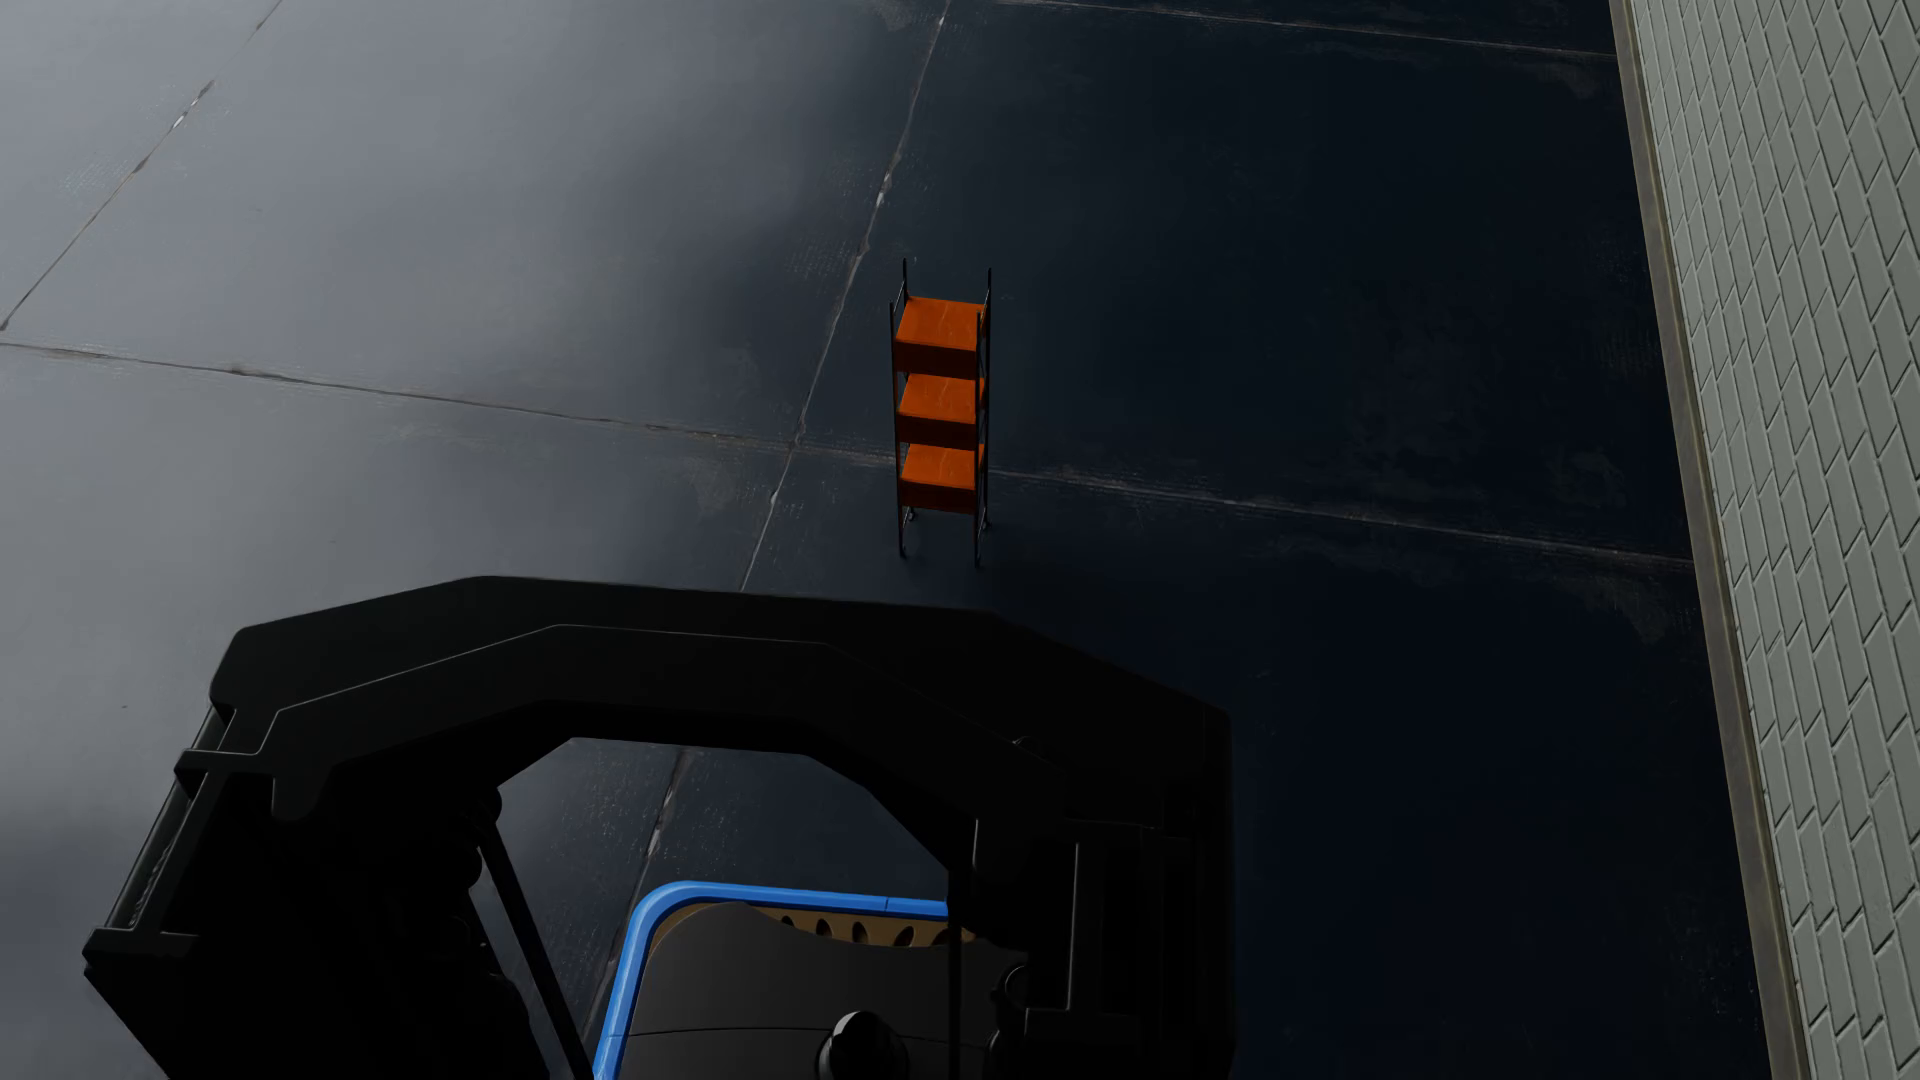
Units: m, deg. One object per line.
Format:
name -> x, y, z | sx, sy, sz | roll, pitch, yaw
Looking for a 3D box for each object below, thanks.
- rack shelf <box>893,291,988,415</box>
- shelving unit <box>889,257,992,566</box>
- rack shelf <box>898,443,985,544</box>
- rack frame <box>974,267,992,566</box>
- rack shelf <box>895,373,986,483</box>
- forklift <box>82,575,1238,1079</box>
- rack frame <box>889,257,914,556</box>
rack shelf -> -0.053, -0.541, 4.800 | 0.240, 0.259, 0.215 | 8, 49, 7
shelving unit -> -0.053, -0.358, 5.004 | 0.252, 1.050, 0.215 | 8, 49, 7
rack shelf -> -0.053, -0.165, 5.218 | 0.240, 0.259, 0.215 | 8, 49, 7
rack frame -> 0.067, -0.342, 4.989 | 0.008, 1.050, 0.200 | 8, 49, 7
rack shelf -> -0.053, -0.351, 5.011 | 0.240, 0.259, 0.215 | 8, 49, 7
forklift -> -0.282, 1.545, 2.029 | 1.130, 2.935, 3.031 | 4, 48, 4
rack frame -> -0.173, -0.374, 5.018 | 0.008, 1.050, 0.200 | 8, 49, 7
